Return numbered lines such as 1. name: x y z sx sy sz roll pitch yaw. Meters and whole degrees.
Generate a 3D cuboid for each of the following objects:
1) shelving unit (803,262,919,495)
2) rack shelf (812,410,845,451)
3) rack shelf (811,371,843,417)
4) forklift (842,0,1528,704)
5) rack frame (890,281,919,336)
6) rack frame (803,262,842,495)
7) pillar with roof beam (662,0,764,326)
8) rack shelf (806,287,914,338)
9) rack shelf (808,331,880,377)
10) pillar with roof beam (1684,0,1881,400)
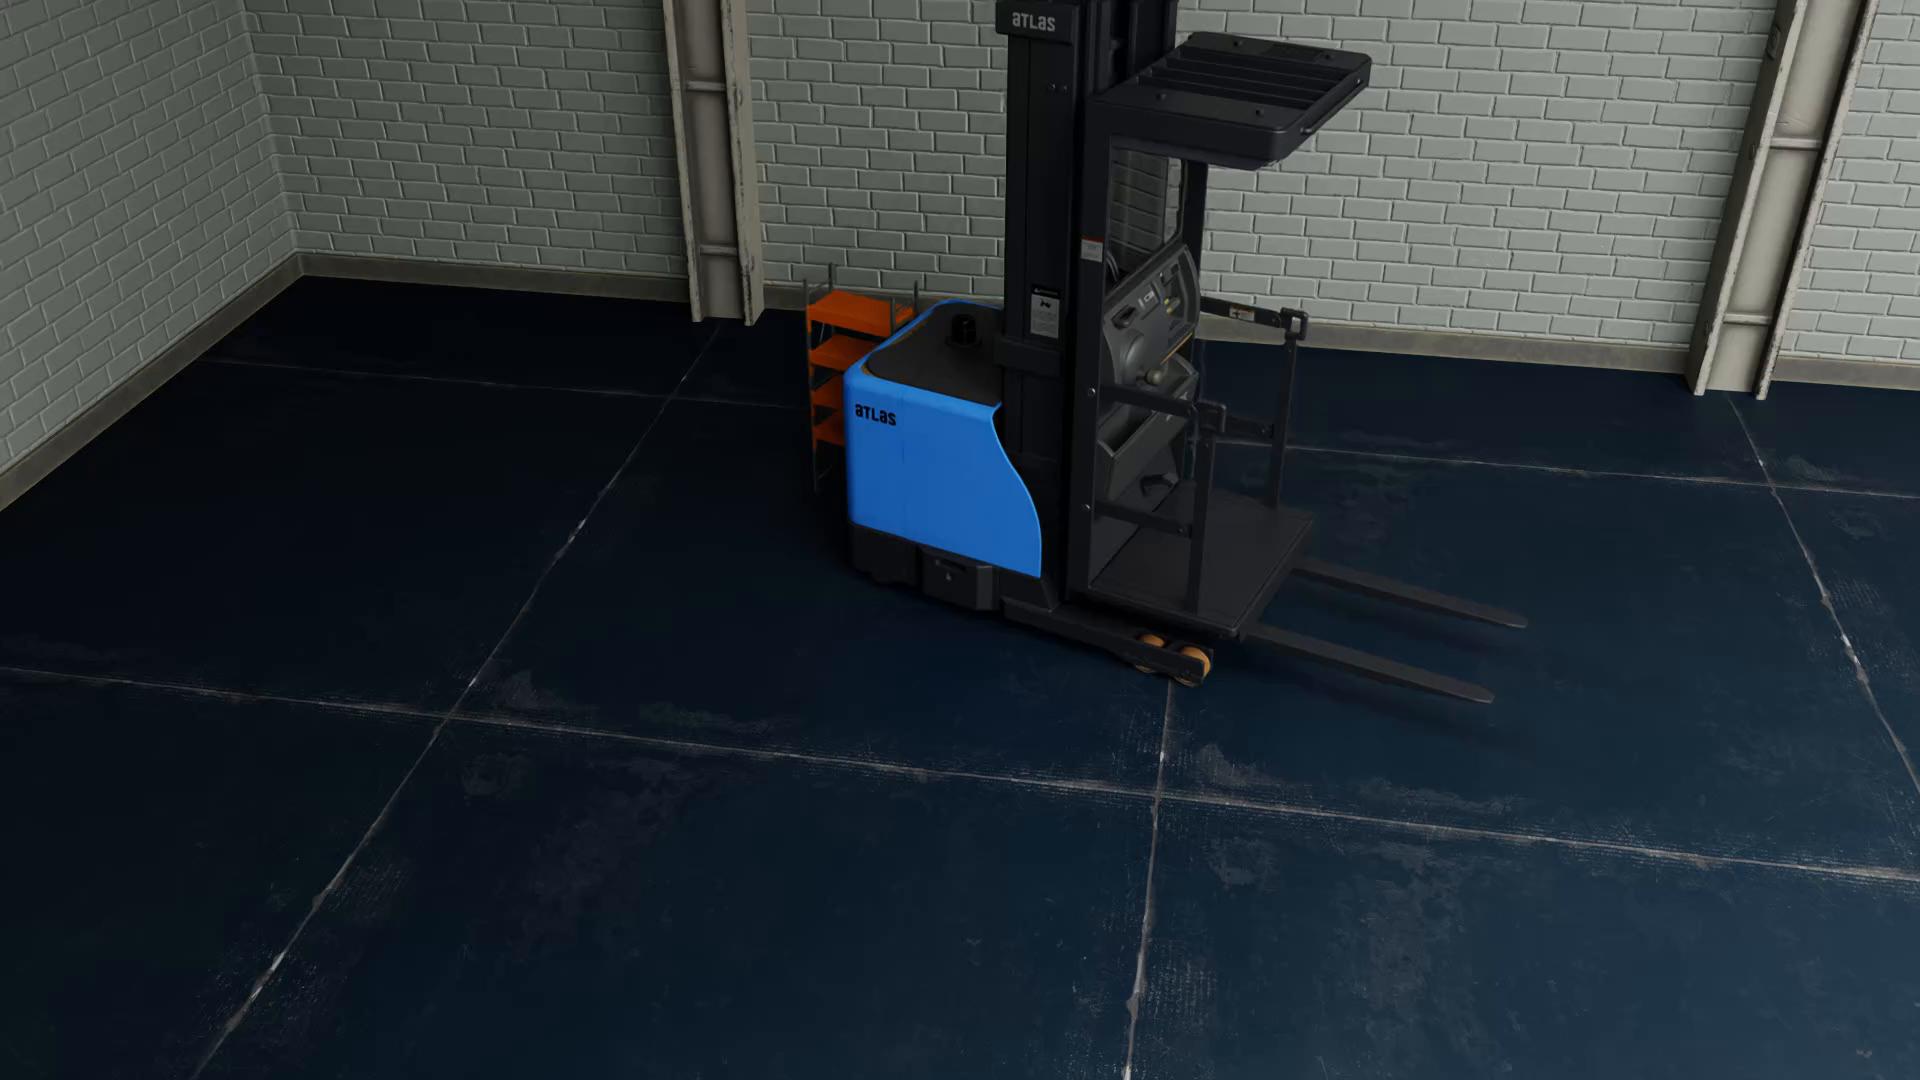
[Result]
1. shelving unit: -0.477 -0.737 8.297 0.503 1.200 0.258 16 36 24
2. rack shelf: -0.477 -0.512 8.438 0.480 0.148 0.258 16 36 24
3. rack shelf: -0.477 -0.680 8.333 0.480 0.148 0.258 16 36 24
4. forklift: 0.996 -0.931 6.975 3.031 2.935 1.130 16 36 24
5. rack frame: -0.264 -0.674 8.197 0.015 1.200 0.240 16 36 24
6. rack frame: -0.690 -0.800 8.398 0.015 1.200 0.240 16 36 24
7. pillar with roof beam: -2.189 -2.999 4.560 0.400 9.000 9.100 5 32 8
8. rack shelf: -0.477 -1.071 8.089 0.480 0.148 0.258 16 36 24
9. rack shelf: -0.477 -0.870 8.214 0.480 0.148 0.258 16 36 24
10. pillar with roof beam: 3.725 -2.464 3.705 0.400 9.000 9.100 5 32 8
